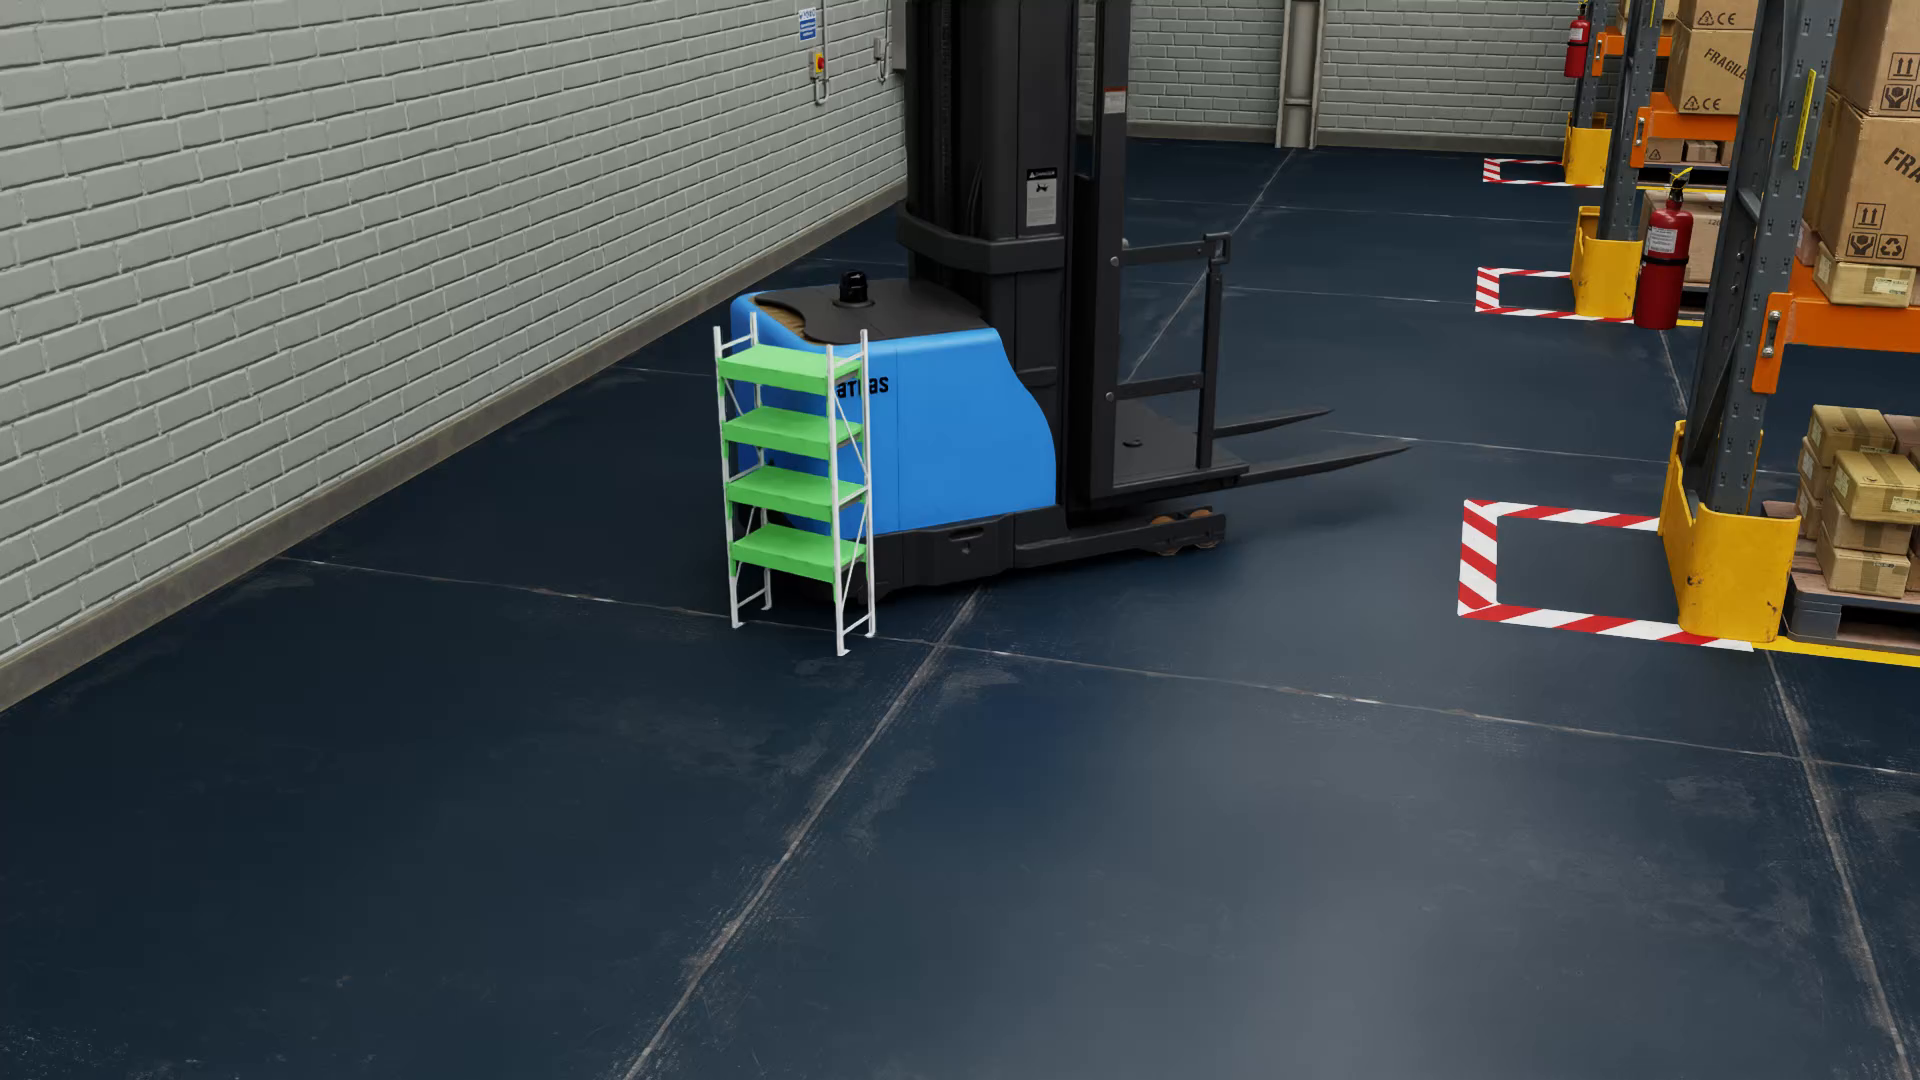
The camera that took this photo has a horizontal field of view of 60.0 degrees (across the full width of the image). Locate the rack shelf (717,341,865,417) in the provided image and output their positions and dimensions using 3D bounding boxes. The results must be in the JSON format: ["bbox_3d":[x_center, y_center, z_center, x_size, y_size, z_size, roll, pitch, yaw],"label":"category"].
[{"bbox_3d":[-0.608,-0.588,6.023,0.480,0.148,0.258,12,26,27],"label":"rack shelf"}]

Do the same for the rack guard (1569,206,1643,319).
[{"bbox_3d":[4.343,-1.885,11.206,0.348,0.500,1.175,7,23,16],"label":"rack guard"}]

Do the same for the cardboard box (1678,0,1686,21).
[{"bbox_3d":[4.896,-3.581,10.599,0.500,0.500,0.500,7,23,17],"label":"cardboard box"}]

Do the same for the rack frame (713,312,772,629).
[{"bbox_3d":[-0.818,-0.250,6.296,0.015,1.200,0.240,12,26,27],"label":"rack frame"}]

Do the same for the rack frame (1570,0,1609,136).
[{"bbox_3d":[5.796,-4.842,15.123,0.127,3.000,1.000,7,23,16],"label":"rack frame"}]

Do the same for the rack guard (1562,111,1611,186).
[{"bbox_3d":[5.869,-3.678,15.577,0.348,0.500,1.175,7,23,16],"label":"rack guard"}]

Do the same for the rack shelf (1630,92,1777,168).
[{"bbox_3d":[6.280,-2.487,10.327,4.000,0.370,1.077,7,23,16],"label":"rack shelf"}]

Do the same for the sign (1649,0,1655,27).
[{"bbox_3d":[4.200,-3.275,10.056,0.005,0.325,0.100,7,23,16],"label":"sign"}]

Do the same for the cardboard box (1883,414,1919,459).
[{"bbox_3d":[3.837,-0.365,6.627,0.250,0.149,0.380,7,23,17],"label":"cardboard box"}]

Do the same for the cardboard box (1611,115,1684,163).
[{"bbox_3d":[6.354,-3.780,15.269,0.637,0.503,0.797,6,23,13],"label":"cardboard box"}]

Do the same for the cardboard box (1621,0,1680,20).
[{"bbox_3d":[6.152,-4.763,14.735,0.500,0.250,0.500,7,23,16],"label":"cardboard box"}]

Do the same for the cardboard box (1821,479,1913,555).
[{"bbox_3d":[3.460,-0.091,6.351,0.250,0.149,0.380,8,23,18],"label":"cardboard box"}]

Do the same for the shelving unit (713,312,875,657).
[{"bbox_3d":[-0.606,-0.204,6.184,0.503,1.200,0.258,12,26,27],"label":"shelving unit"}]

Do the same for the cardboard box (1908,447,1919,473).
[{"bbox_3d":[3.735,-0.212,6.254,0.250,0.149,0.380,7,23,16],"label":"cardboard box"}]

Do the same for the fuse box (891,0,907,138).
[{"bbox_3d":[-0.293,-3.799,14.278,0.414,1.711,0.539,7,23,16],"label":"fuse box"}]

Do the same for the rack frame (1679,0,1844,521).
[{"bbox_3d":[3.033,-1.229,6.314,0.127,3.000,1.000,7,23,16],"label":"rack frame"}]

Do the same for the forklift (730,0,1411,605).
[{"bbox_3d":[0.588,-1.459,6.964,3.031,2.935,1.130,-10,24,-23],"label":"forklift"}]

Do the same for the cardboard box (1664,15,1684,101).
[{"bbox_3d":[4.904,-3.128,10.812,0.500,0.500,0.500,7,23,16],"label":"cardboard box"}]

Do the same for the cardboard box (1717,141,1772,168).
[{"bbox_3d":[7.161,-3.671,15.007,0.500,0.500,0.700,8,23,18],"label":"cardboard box"}]

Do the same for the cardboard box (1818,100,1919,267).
[{"bbox_3d":[3.383,-1.263,5.874,0.500,0.500,0.500,8,24,18],"label":"cardboard box"}]

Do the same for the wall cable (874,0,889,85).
[{"bbox_3d":[-0.641,-4.635,13.278,0.122,1.984,0.588,7,23,16],"label":"wall cable"}]

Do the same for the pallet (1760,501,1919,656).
[{"bbox_3d":[3.873,0.171,6.574,1.213,0.211,1.003,7,23,16],"label":"pallet"}]

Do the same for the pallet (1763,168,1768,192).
[{"bbox_3d":[7.796,-3.322,15.092,1.213,0.211,1.003,7,23,16],"label":"pallet"}]

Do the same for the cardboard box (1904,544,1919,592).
[{"bbox_3d":[3.716,0.068,6.354,0.250,0.149,0.380,6,23,15],"label":"cardboard box"}]

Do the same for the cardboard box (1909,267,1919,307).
[{"bbox_3d":[3.504,-0.945,5.953,0.250,0.149,0.380,7,23,17],"label":"cardboard box"}]

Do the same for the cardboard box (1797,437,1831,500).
[{"bbox_3d":[3.620,-0.288,6.830,0.250,0.149,0.380,6,23,14],"label":"cardboard box"}]

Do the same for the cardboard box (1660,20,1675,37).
[{"bbox_3d":[6.288,-4.579,14.813,0.250,0.149,0.380,7,23,17],"label":"cardboard box"}]

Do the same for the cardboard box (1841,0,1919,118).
[{"bbox_3d":[3.386,-1.730,5.693,0.500,0.500,0.500,6,23,15],"label":"cardboard box"}]

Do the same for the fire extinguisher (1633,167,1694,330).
[{"bbox_3d":[2.925,-1.216,6.875,0.183,0.674,0.296,7,23,16],"label":"fire extinguisher"}]

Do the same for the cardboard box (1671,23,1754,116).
[{"bbox_3d":[4.742,-2.928,10.324,0.500,0.500,0.500,6,23,15],"label":"cardboard box"}]

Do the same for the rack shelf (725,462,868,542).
[{"bbox_3d":[-0.606,-0.145,6.209,0.480,0.148,0.258,12,26,27],"label":"rack shelf"}]
